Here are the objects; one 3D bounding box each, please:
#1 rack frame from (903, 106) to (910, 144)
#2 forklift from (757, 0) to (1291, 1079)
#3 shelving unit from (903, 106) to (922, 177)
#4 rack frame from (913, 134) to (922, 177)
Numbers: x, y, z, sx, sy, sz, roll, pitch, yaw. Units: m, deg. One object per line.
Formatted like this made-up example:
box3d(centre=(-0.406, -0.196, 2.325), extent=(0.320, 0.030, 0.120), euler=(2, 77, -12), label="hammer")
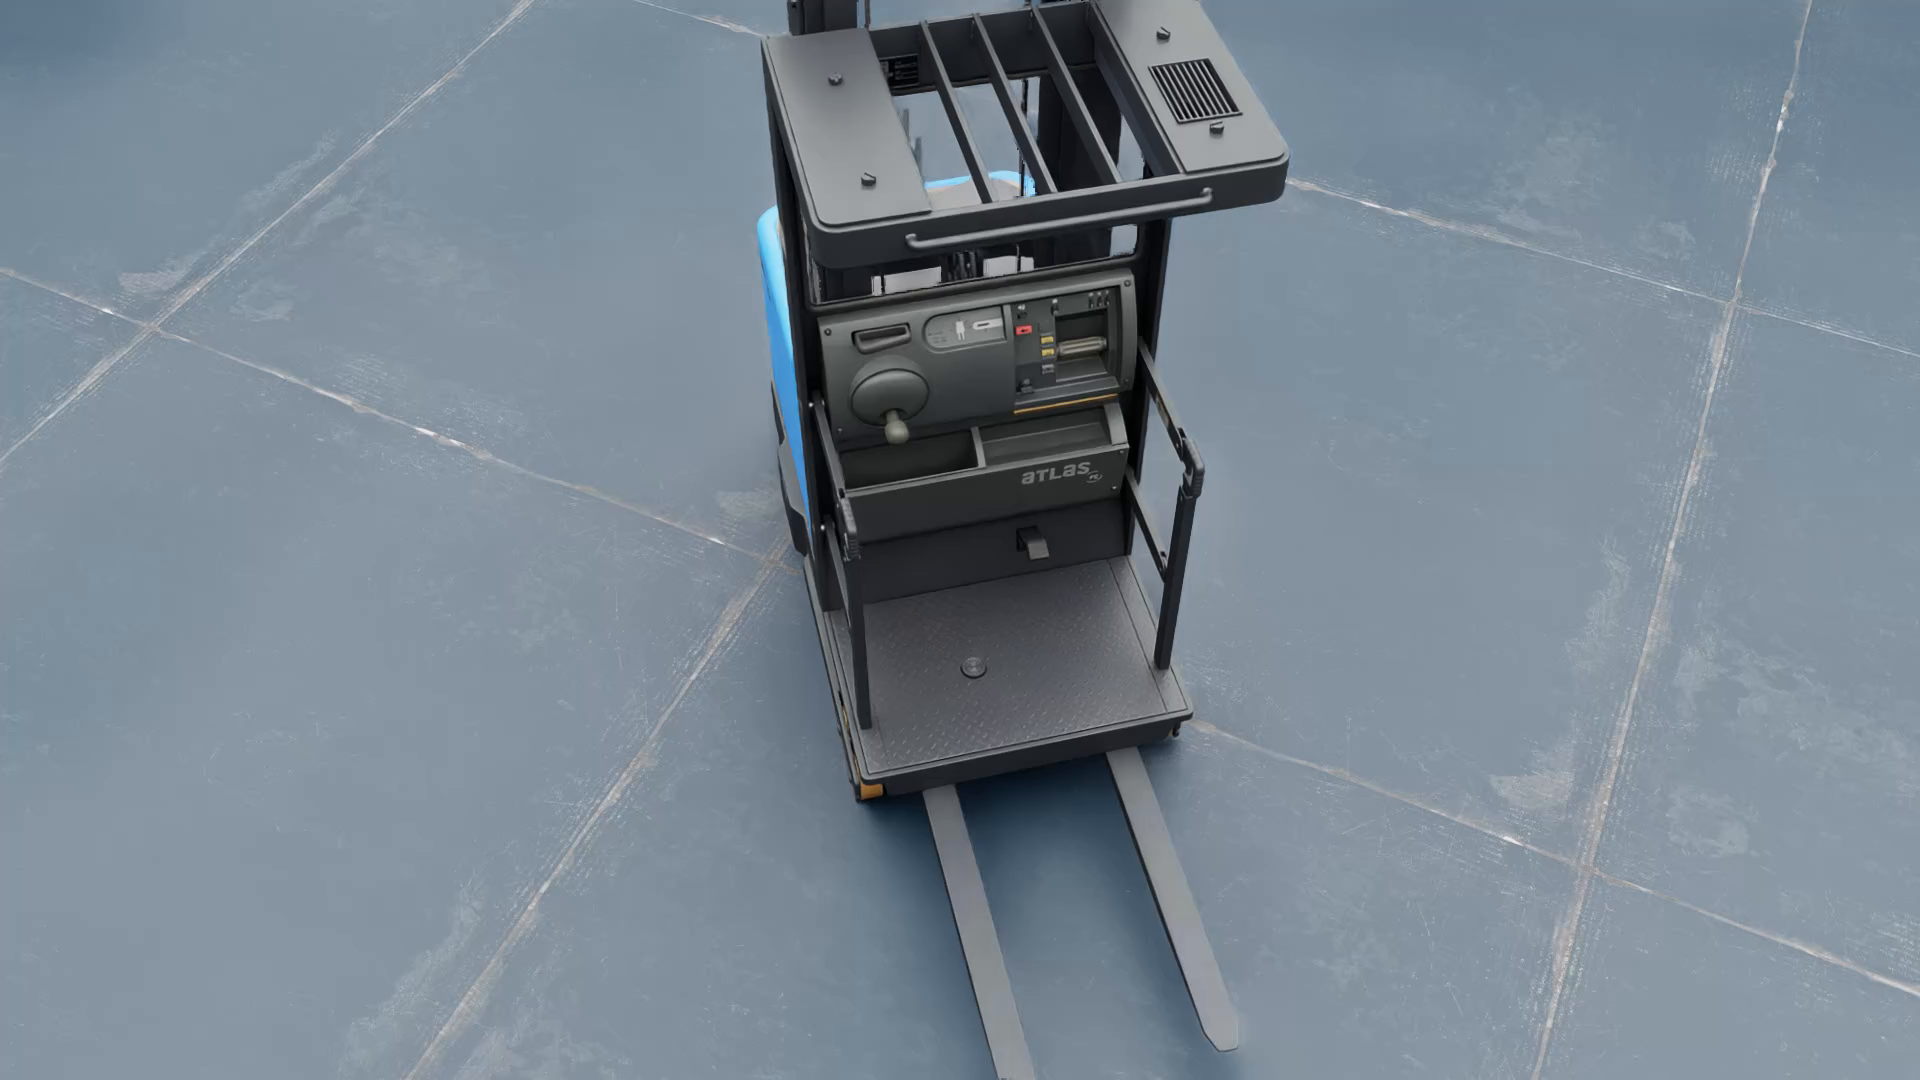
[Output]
box3d(centre=(-0.296, -1.139, 6.432), extent=(0.240, 1.200, 0.006), euler=(-12, 48, -10), label="rack frame")
box3d(centre=(0.115, -0.422, 4.685), extent=(1.130, 2.935, 3.031), euler=(-10, 50, -9), label="forklift")
box3d(centre=(-0.273, -1.074, 6.372), extent=(0.258, 1.200, 0.189), euler=(-12, 48, -10), label="shelving unit")
box3d(centre=(-0.249, -1.009, 6.312), extent=(0.240, 1.200, 0.006), euler=(-12, 48, -10), label="rack frame")
